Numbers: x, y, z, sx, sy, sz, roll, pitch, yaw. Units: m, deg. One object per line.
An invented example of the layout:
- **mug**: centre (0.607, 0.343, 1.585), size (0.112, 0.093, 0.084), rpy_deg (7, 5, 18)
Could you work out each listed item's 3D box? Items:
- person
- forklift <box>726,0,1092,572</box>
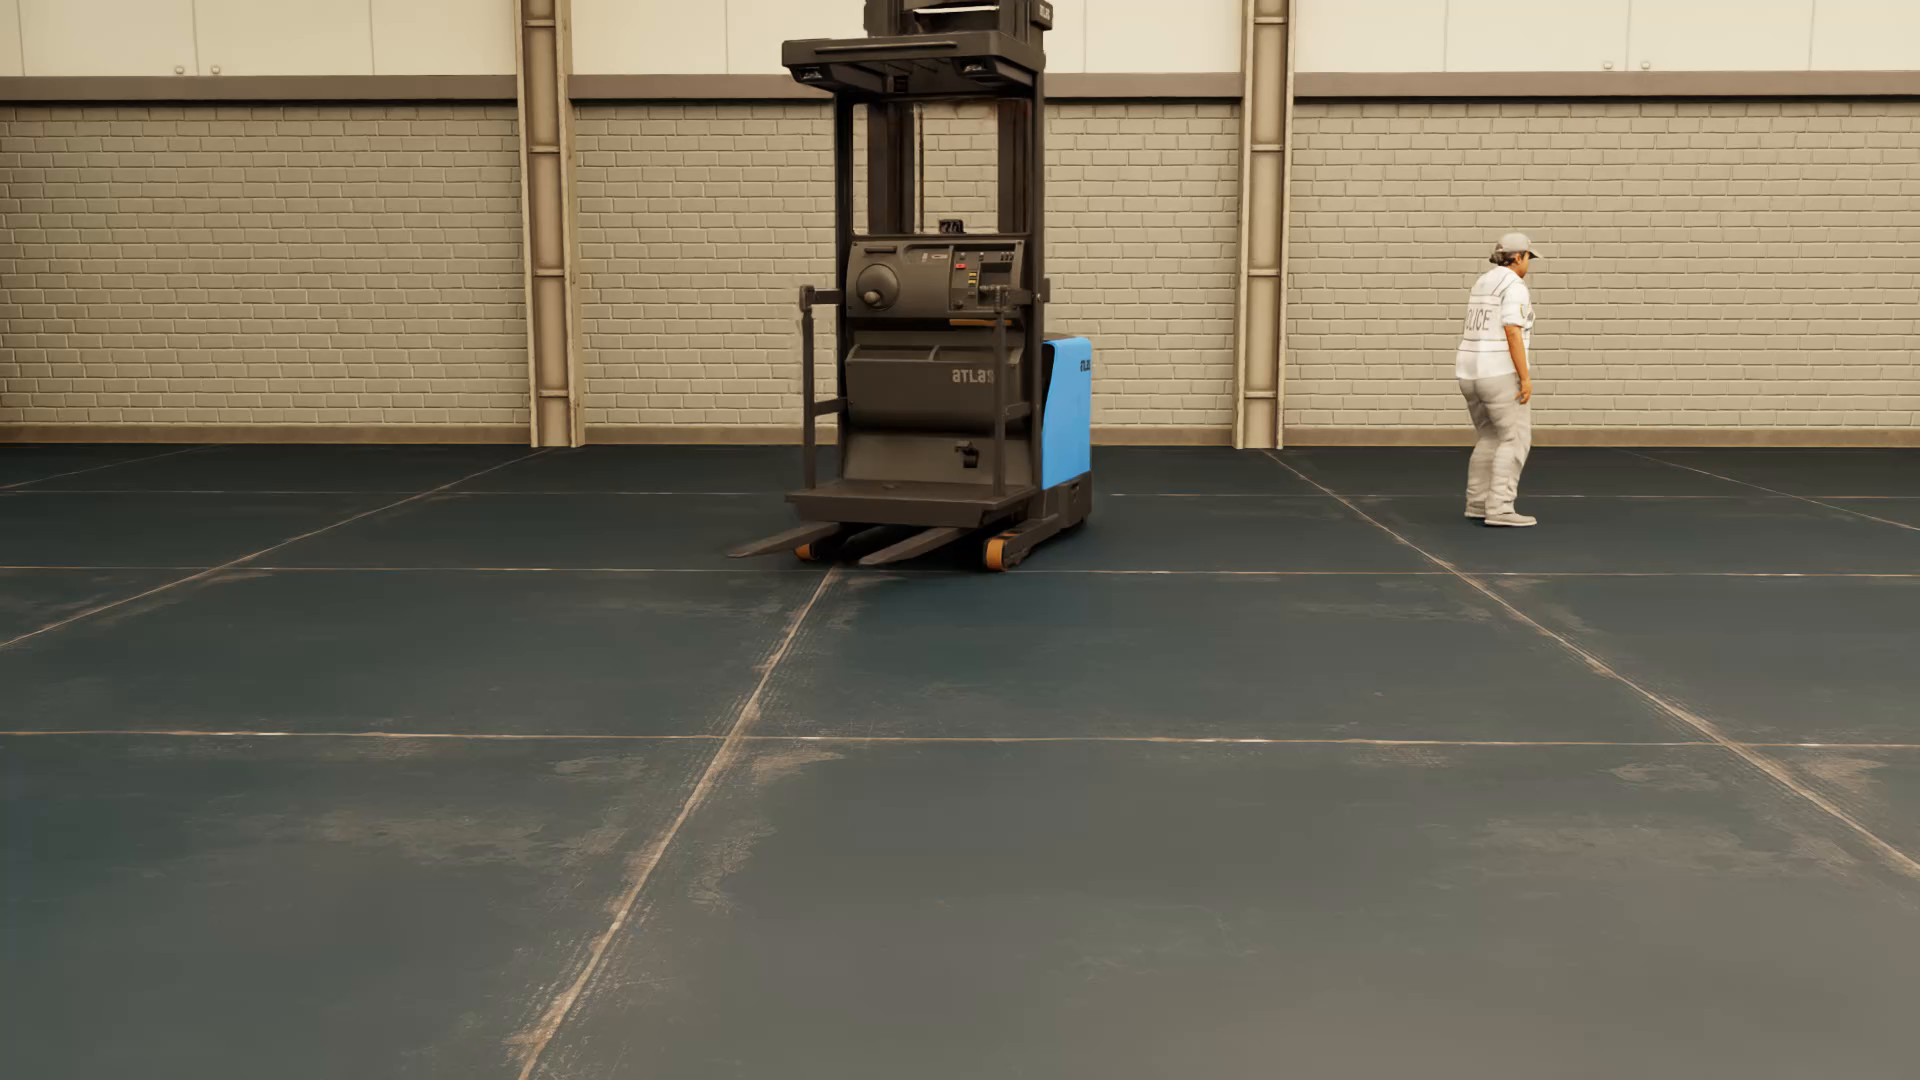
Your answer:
- **person**: centre (3.111, -0.922, 9.567), size (0.458, 1.671, 0.532), rpy_deg (-2, 9, -12)
- **forklift**: centre (-0.195, -1.362, 8.209), size (1.130, 2.935, 3.031), rpy_deg (3, 9, 19)
